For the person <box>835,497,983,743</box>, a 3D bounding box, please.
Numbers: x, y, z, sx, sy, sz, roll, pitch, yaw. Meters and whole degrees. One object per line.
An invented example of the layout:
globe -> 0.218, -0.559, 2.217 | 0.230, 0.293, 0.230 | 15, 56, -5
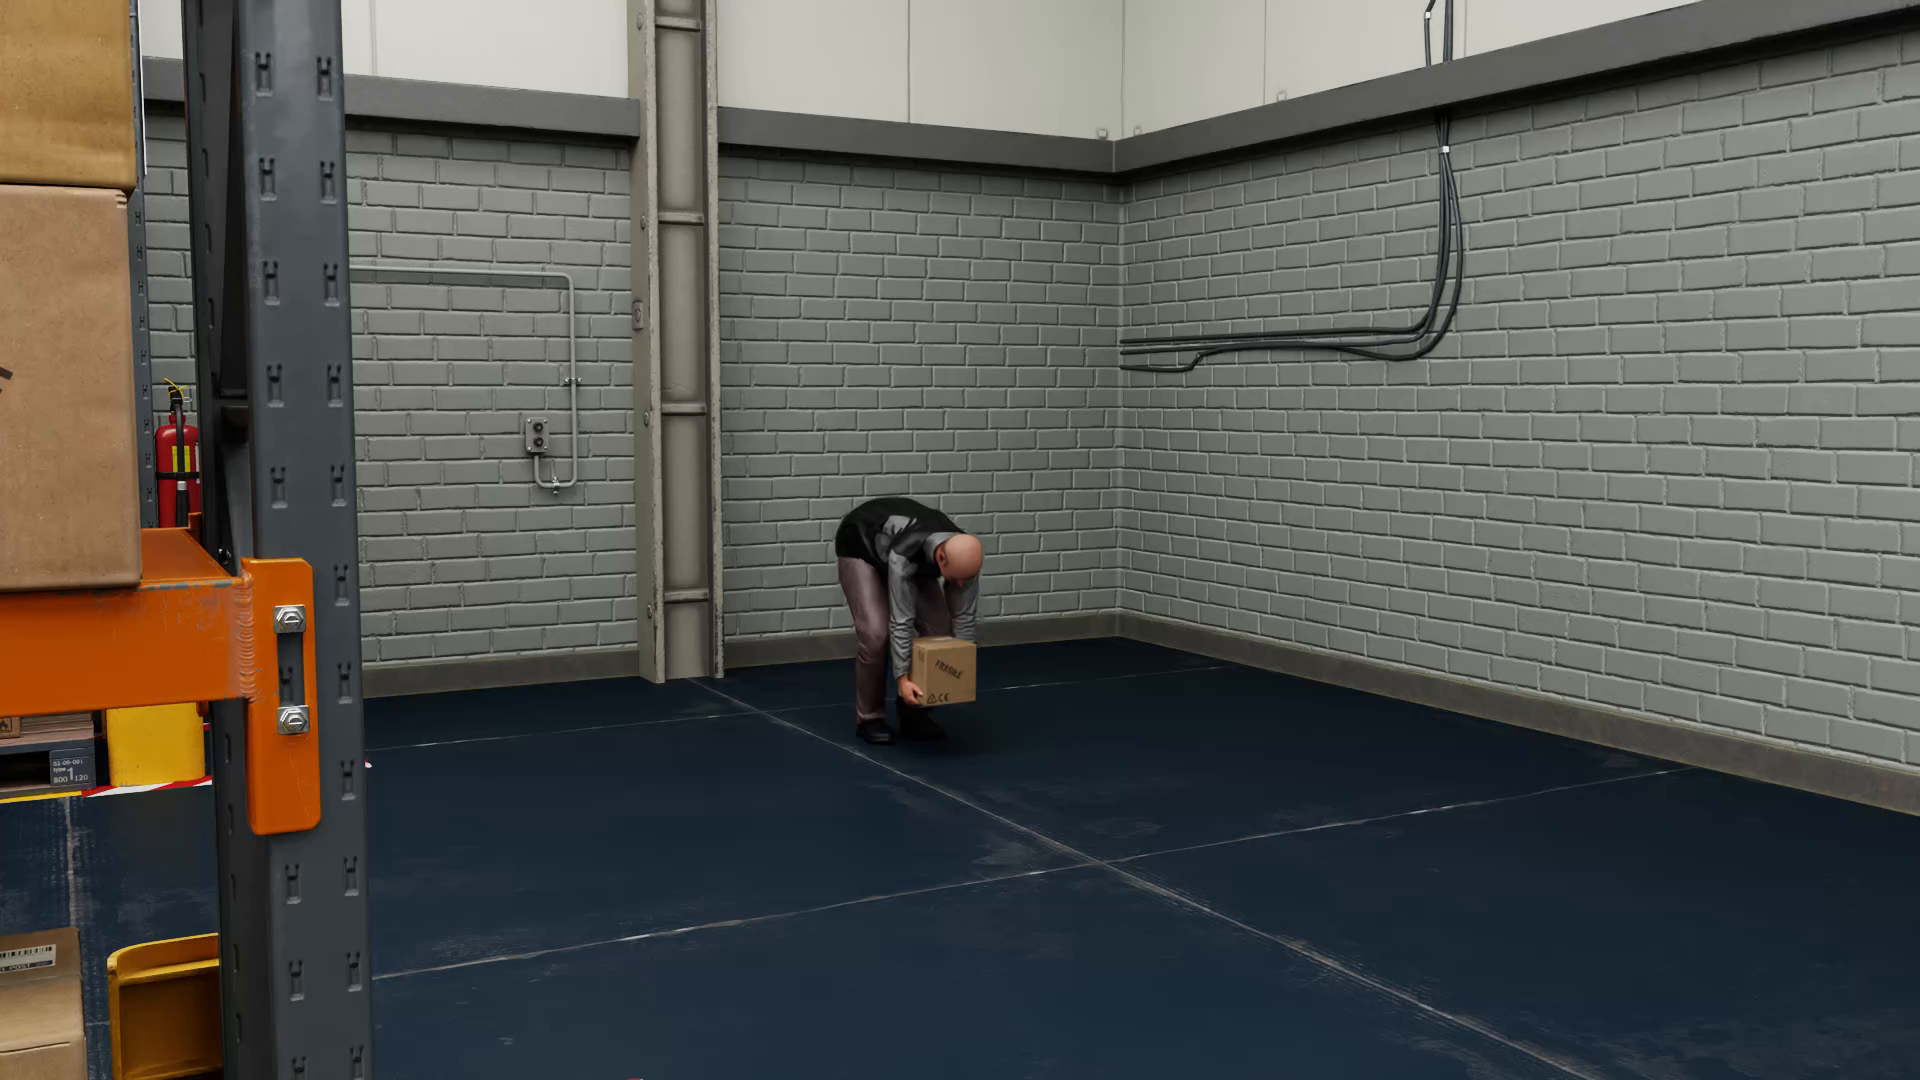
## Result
person -> -0.196, 0.363, 7.365 | 0.464, 1.088, 0.960 | -3, 6, -31
